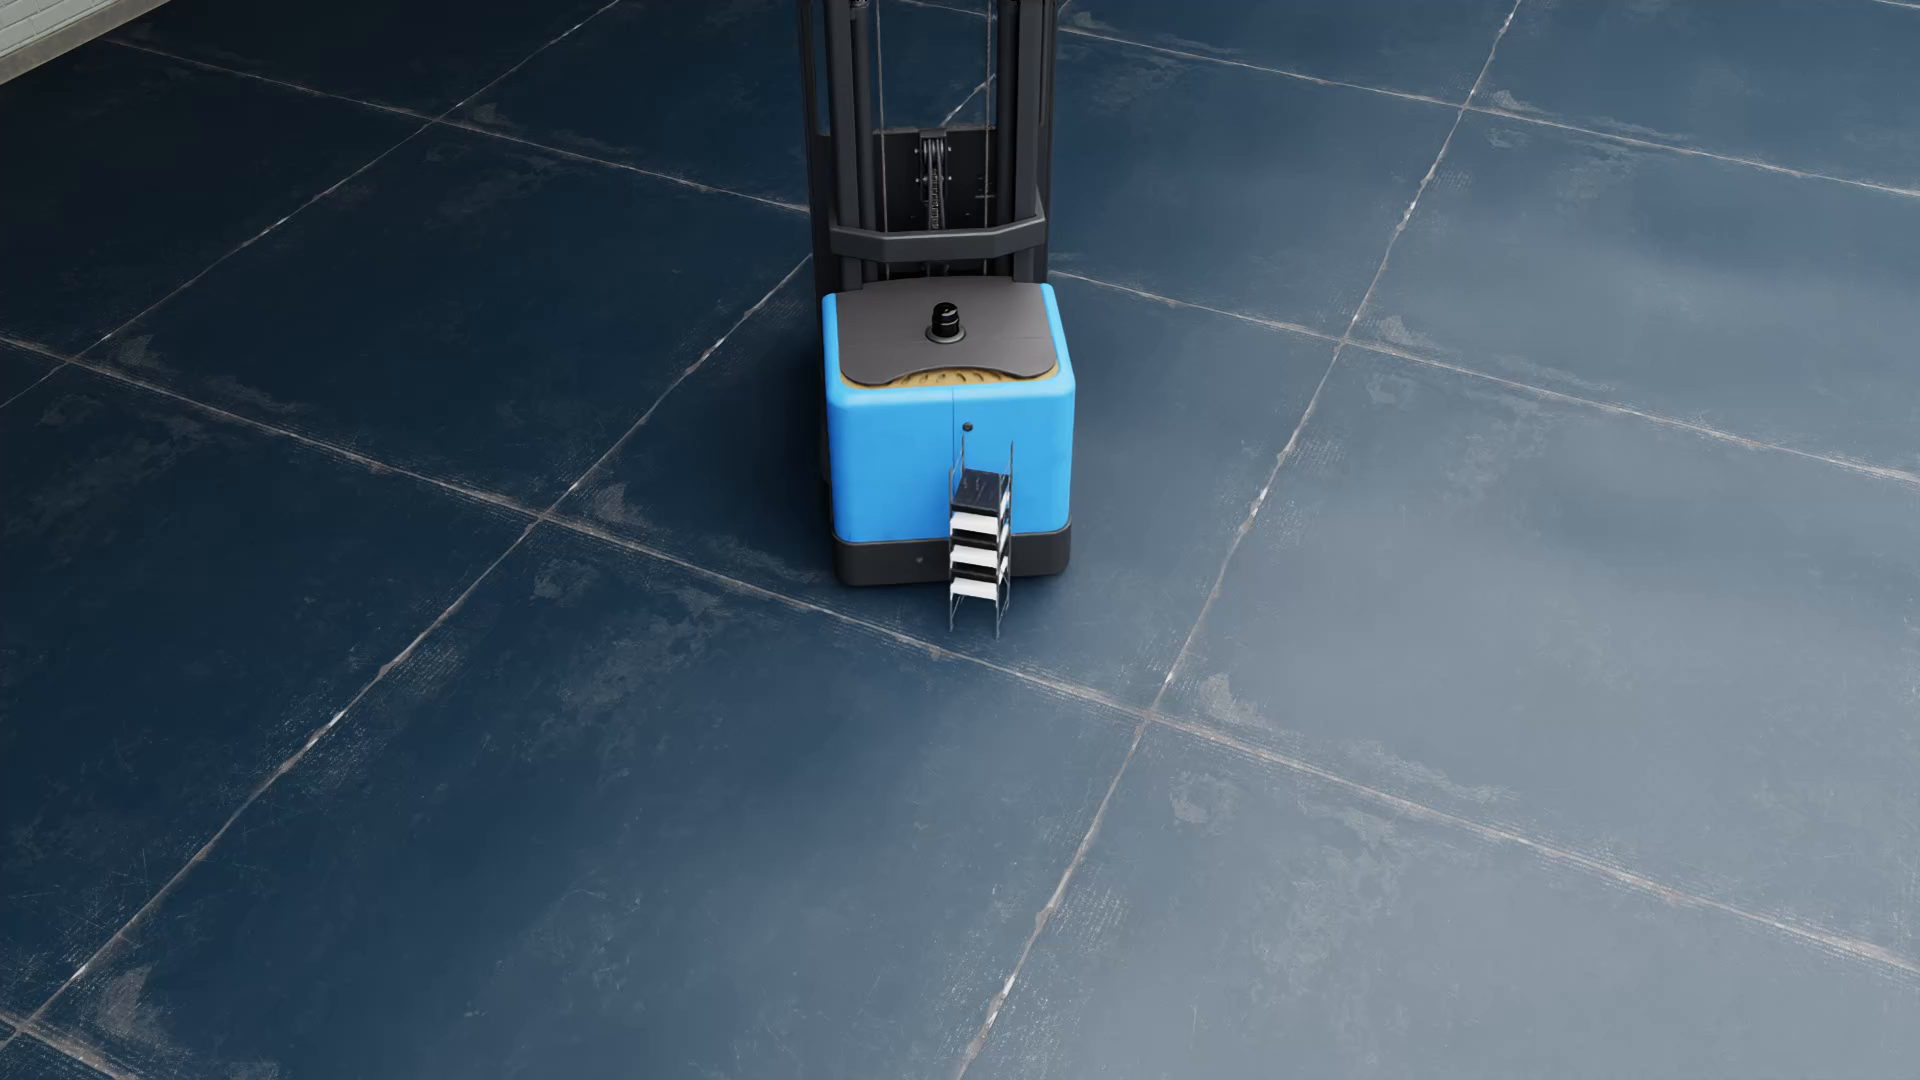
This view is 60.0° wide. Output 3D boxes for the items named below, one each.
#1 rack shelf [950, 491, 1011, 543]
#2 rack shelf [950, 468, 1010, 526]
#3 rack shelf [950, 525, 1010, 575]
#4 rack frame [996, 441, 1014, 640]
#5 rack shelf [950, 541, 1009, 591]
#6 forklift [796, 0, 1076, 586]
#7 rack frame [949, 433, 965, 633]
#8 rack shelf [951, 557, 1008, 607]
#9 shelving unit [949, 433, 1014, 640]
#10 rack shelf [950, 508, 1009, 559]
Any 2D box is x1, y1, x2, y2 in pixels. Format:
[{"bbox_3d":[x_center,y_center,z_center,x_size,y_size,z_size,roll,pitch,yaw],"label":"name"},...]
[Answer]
[{"bbox_3d":[0.086,-0.112,6.852,0.200,0.077,0.258,9,42,10],"label":"rack shelf"},{"bbox_3d":[0.086,-0.180,6.793,0.200,0.077,0.258,9,42,10],"label":"rack shelf"},{"bbox_3d":[0.086,0.024,6.970,0.200,0.077,0.258,9,42,10],"label":"rack shelf"},{"bbox_3d":[0.185,0.015,6.930,0.006,0.900,0.240,9,42,10],"label":"rack frame"},{"bbox_3d":[0.086,0.092,7.029,0.200,0.077,0.258,9,42,10],"label":"rack shelf"},{"bbox_3d":[-0.158,-1.863,7.546,1.130,2.935,3.031,-3,41,-4],"label":"forklift"},{"bbox_3d":[-0.012,-0.017,6.966,0.006,0.900,0.240,9,42,10],"label":"rack frame"},{"bbox_3d":[0.086,0.160,7.088,0.200,0.077,0.258,9,42,10],"label":"rack shelf"},{"bbox_3d":[0.086,-0.001,6.948,0.210,0.900,0.258,9,42,10],"label":"shelving unit"},{"bbox_3d":[0.086,-0.044,6.911,0.200,0.077,0.258,9,42,10],"label":"rack shelf"}]
